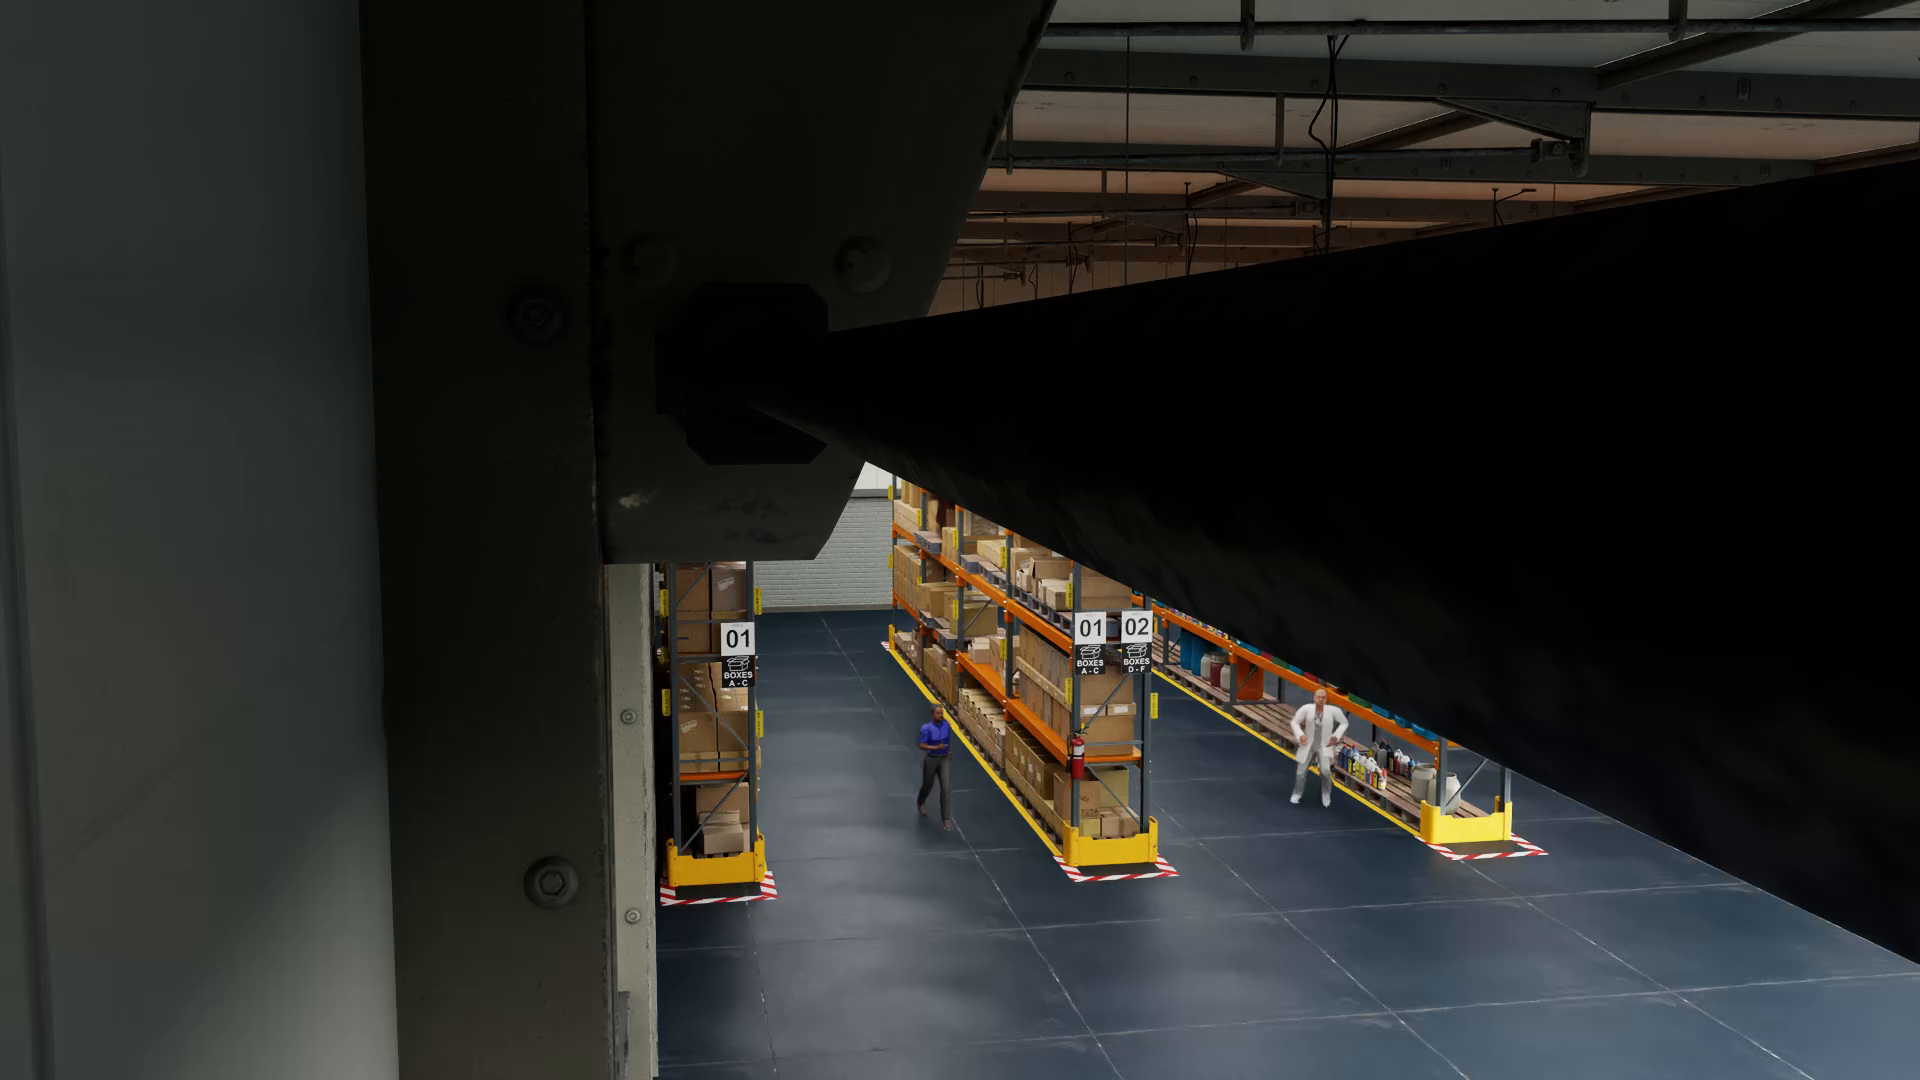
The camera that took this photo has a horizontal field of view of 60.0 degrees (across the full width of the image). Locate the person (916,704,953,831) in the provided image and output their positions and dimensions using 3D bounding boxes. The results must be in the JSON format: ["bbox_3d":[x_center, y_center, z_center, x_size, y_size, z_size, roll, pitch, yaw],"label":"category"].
[{"bbox_3d":[-0.334,3.047,22.636,0.566,1.647,0.929,-3,7,-24],"label":"person"}]

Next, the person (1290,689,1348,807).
[{"bbox_3d":[5.097,2.938,23.623,0.810,1.689,0.695,1,6,11],"label":"person"}]
